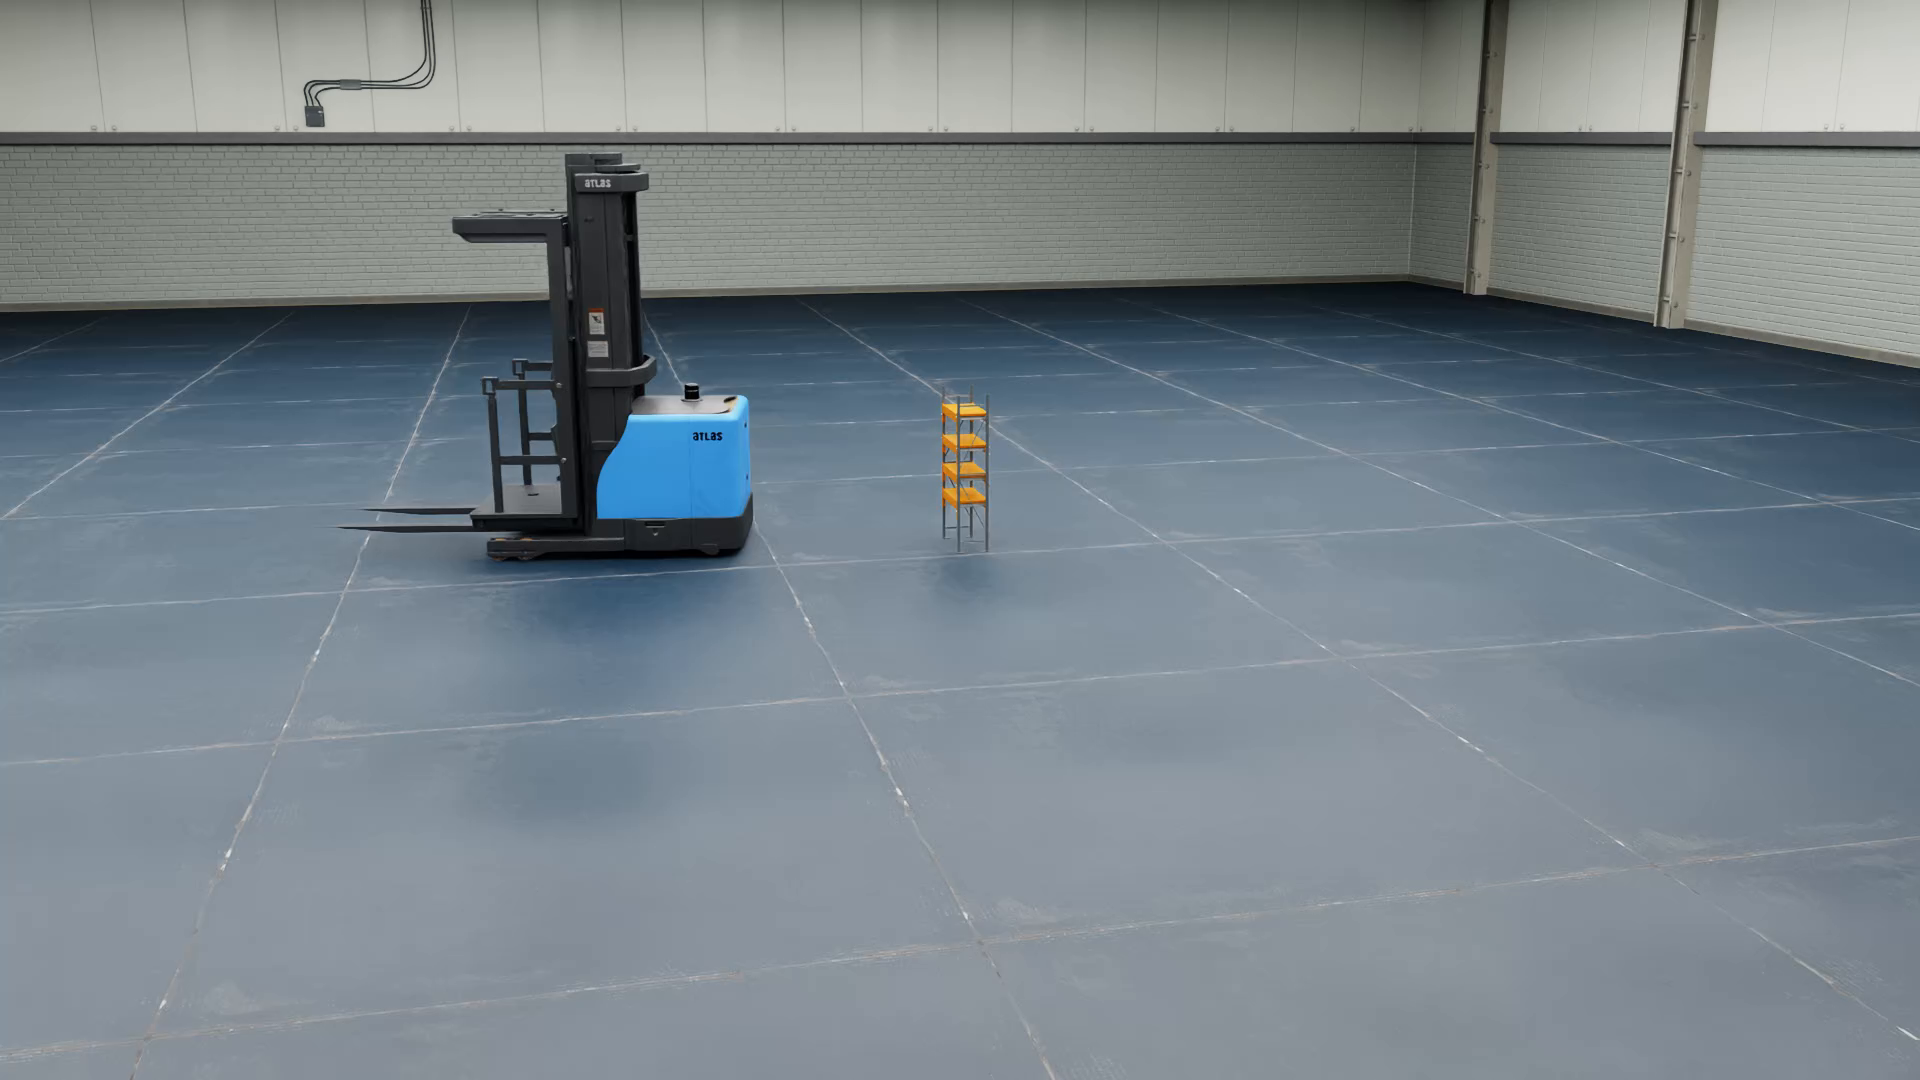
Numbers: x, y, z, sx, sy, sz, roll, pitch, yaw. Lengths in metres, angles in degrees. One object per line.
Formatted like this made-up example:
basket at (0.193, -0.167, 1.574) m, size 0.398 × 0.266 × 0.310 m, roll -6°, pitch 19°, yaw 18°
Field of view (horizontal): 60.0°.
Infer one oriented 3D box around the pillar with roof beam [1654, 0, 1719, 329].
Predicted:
pillar with roof beam at (7.403, -7.611, 25.121) m, size 9.100 × 9.000 × 0.400 m, roll -3°, pitch 14°, yaw -13°

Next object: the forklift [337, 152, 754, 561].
forklift at (-3.145, -1.398, 12.473) m, size 3.031 × 2.935 × 1.130 m, roll -1°, pitch 14°, yaw -2°

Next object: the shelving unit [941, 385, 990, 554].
shelving unit at (0.039, -0.545, 12.628) m, size 0.258 × 1.200 × 0.503 m, roll -3°, pitch 14°, yaw -13°

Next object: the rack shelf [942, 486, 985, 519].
rack shelf at (0.039, -0.286, 12.691) m, size 0.258 × 0.148 × 0.480 m, roll -3°, pitch 14°, yaw -13°

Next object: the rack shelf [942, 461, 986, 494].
rack shelf at (0.039, -0.479, 12.644) m, size 0.258 × 0.148 × 0.480 m, roll -3°, pitch 14°, yaw -13°

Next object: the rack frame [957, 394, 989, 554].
rack frame at (0.096, -0.488, 12.398) m, size 0.240 × 1.200 × 0.015 m, roll -3°, pitch 14°, yaw -13°

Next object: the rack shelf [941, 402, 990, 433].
rack shelf at (0.039, -0.926, 12.535) m, size 0.258 × 0.148 × 0.480 m, roll -3°, pitch 14°, yaw -13°

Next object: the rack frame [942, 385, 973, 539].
rack frame at (-0.018, -0.601, 12.859) m, size 0.240 × 1.200 × 0.015 m, roll -3°, pitch 14°, yaw -13°

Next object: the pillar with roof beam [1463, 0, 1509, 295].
pillar with roof beam at (5.994, -8.996, 30.786) m, size 9.100 × 9.000 × 0.400 m, roll -3°, pitch 14°, yaw -13°

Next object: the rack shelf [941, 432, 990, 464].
rack shelf at (0.039, -0.697, 12.591) m, size 0.258 × 0.148 × 0.480 m, roll -3°, pitch 14°, yaw -13°

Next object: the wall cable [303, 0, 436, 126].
wall cable at (-10.616, -10.411, 29.413) m, size 2.305 × 6.003 × 0.169 m, roll -3°, pitch 14°, yaw -13°
